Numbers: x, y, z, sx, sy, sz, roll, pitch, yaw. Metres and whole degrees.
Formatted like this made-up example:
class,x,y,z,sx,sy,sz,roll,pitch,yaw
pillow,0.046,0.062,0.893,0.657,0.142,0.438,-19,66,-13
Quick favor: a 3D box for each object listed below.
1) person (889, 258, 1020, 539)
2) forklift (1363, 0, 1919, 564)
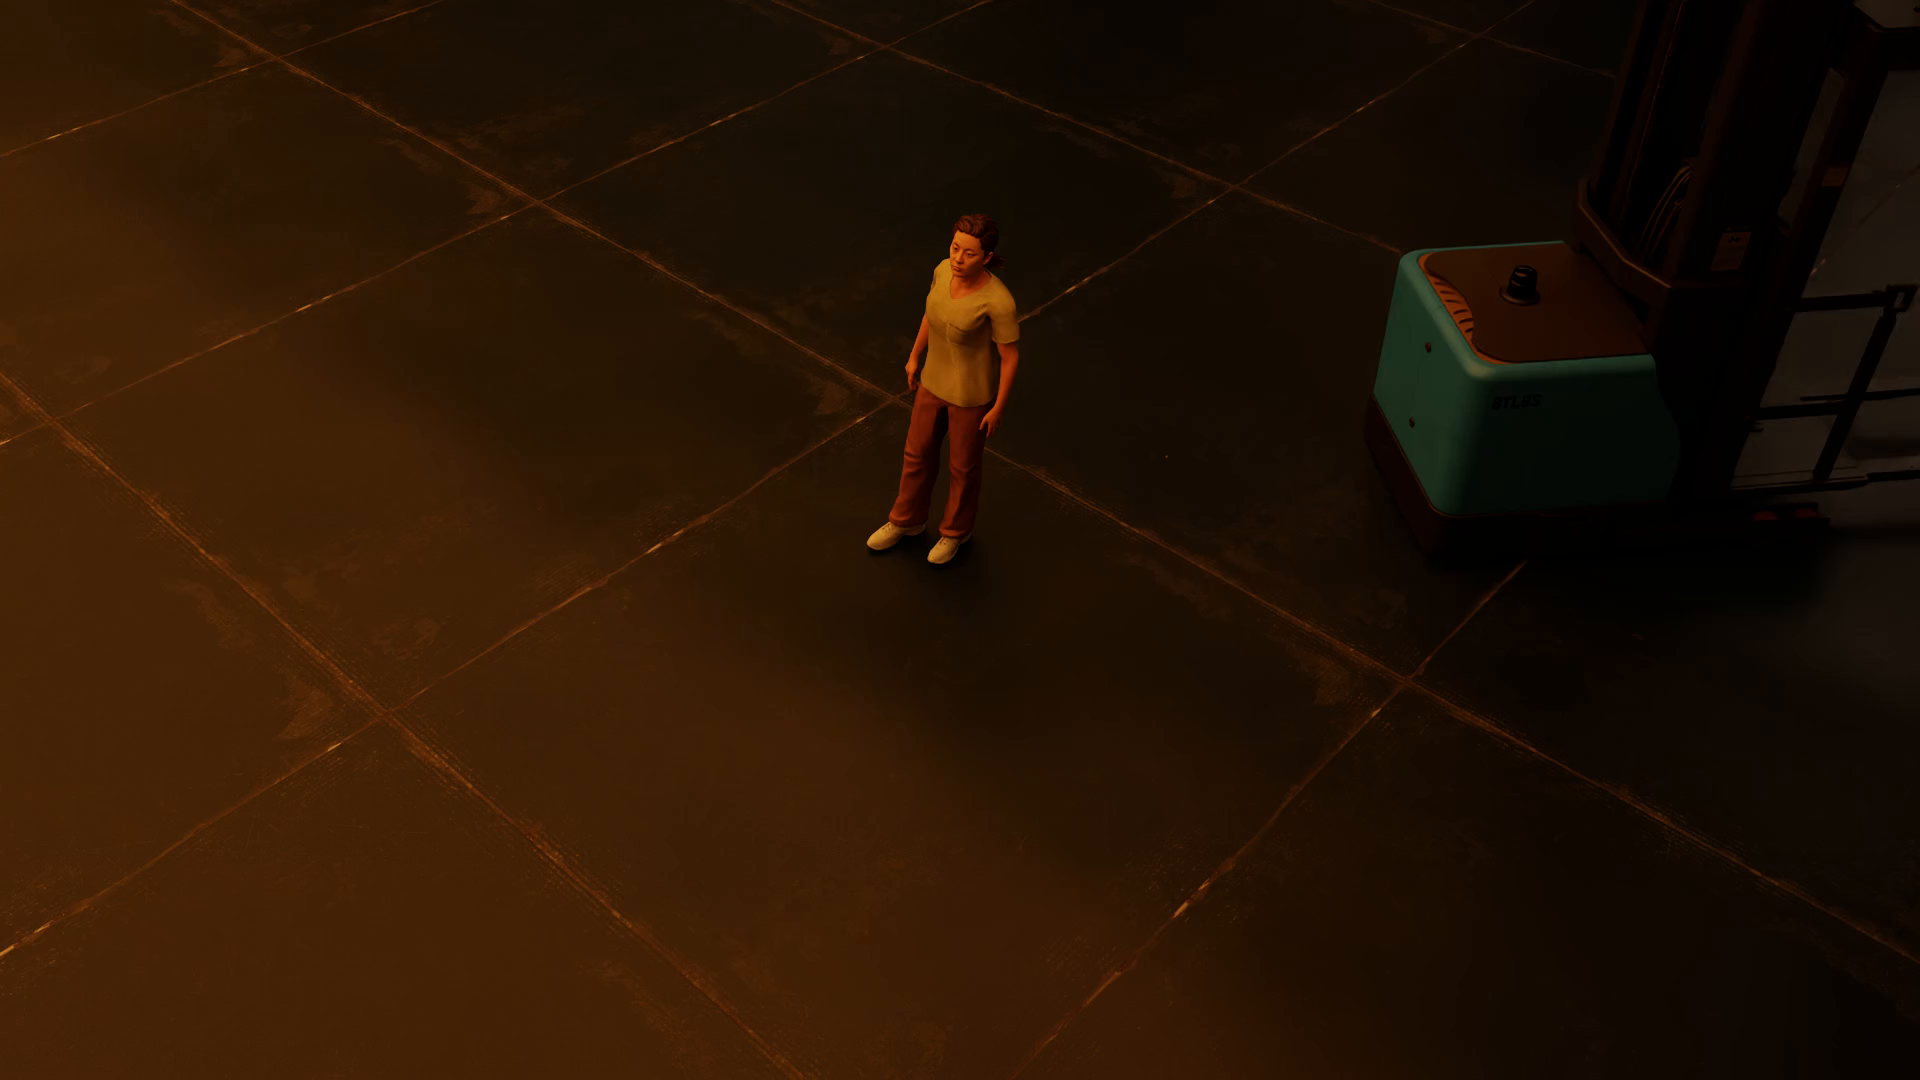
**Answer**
class,x,y,z,sx,sy,sz,roll,pitch,yaw
person,-0.025,-0.562,7.176,0.520,1.363,0.396,31,49,31
forklift,3.538,-1.423,7.087,3.031,2.935,1.130,-5,41,-5
